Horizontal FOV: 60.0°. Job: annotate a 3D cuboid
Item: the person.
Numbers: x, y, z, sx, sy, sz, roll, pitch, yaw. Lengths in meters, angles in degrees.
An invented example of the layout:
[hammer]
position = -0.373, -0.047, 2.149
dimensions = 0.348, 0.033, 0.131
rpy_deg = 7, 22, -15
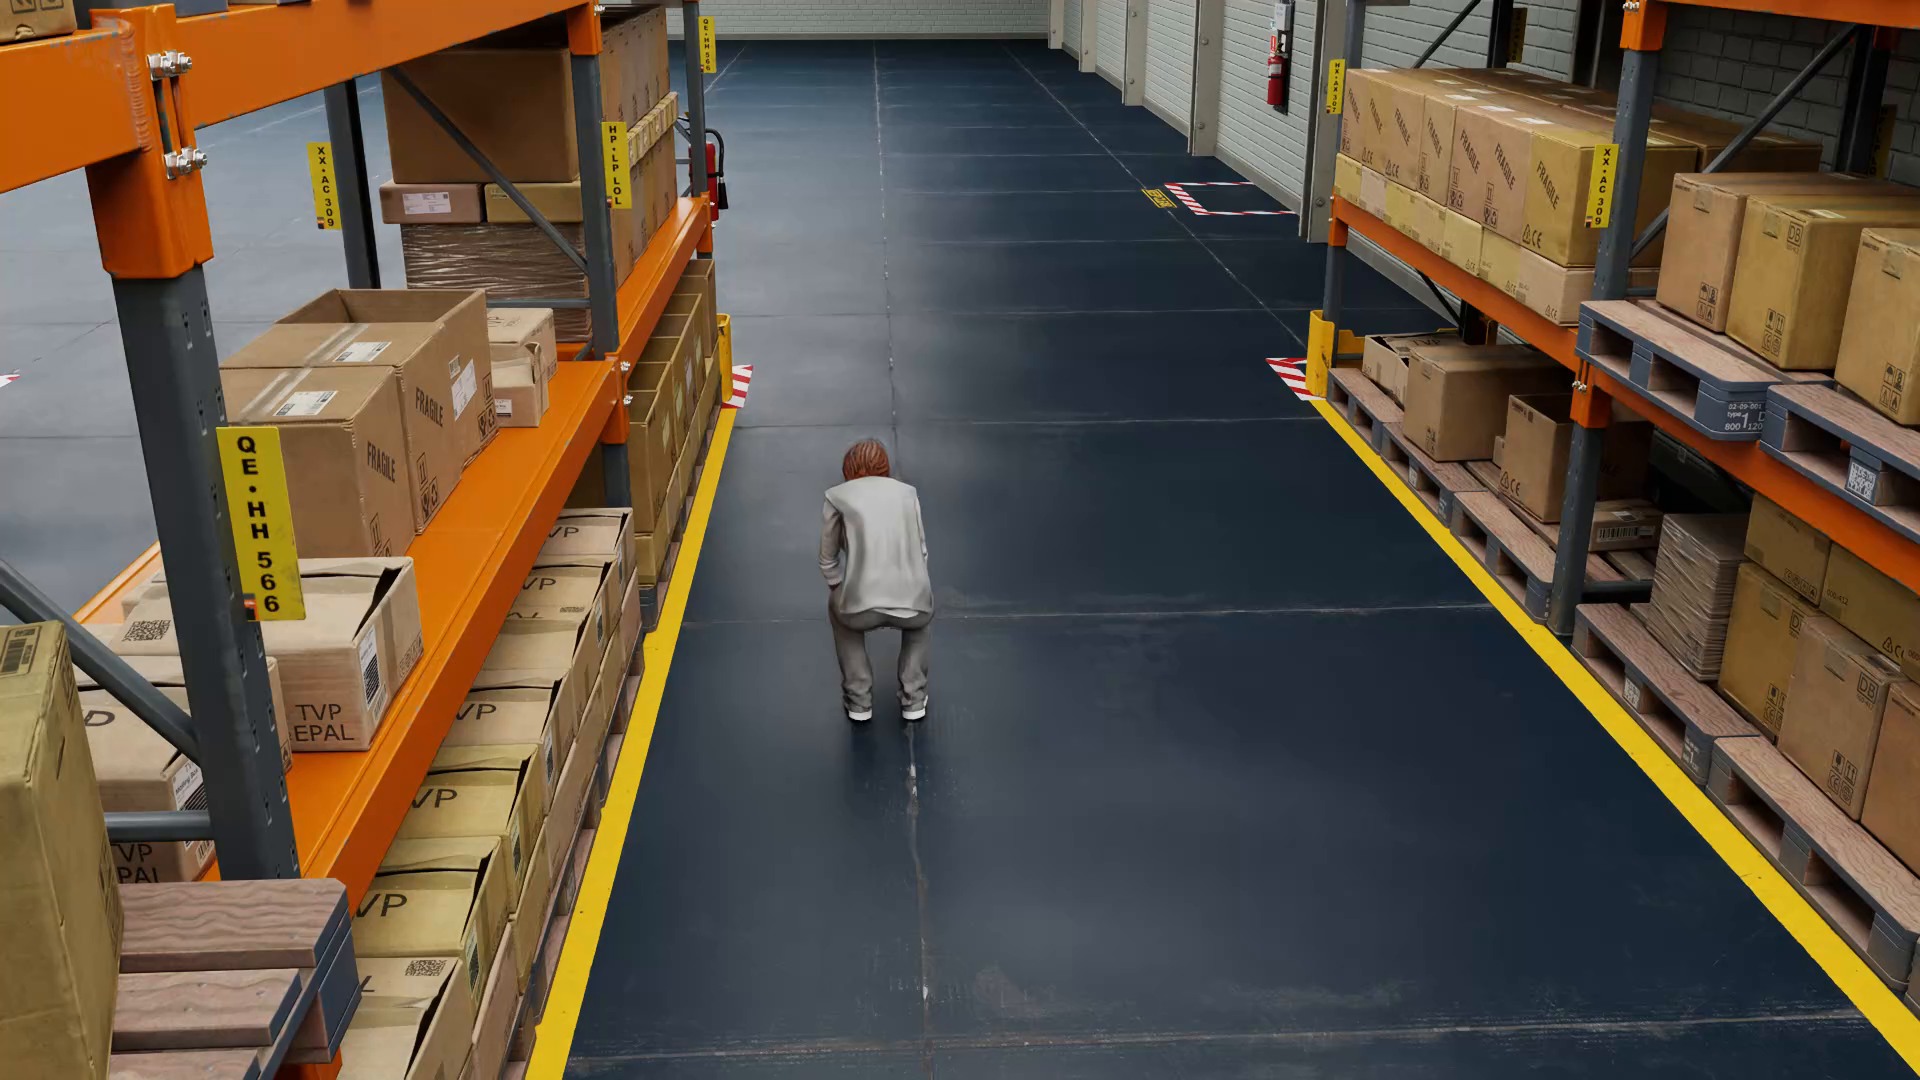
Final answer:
[person]
position = -0.324, 0.177, 6.476
dimensions = 0.453, 0.997, 0.765
rpy_deg = -1, 21, -4
